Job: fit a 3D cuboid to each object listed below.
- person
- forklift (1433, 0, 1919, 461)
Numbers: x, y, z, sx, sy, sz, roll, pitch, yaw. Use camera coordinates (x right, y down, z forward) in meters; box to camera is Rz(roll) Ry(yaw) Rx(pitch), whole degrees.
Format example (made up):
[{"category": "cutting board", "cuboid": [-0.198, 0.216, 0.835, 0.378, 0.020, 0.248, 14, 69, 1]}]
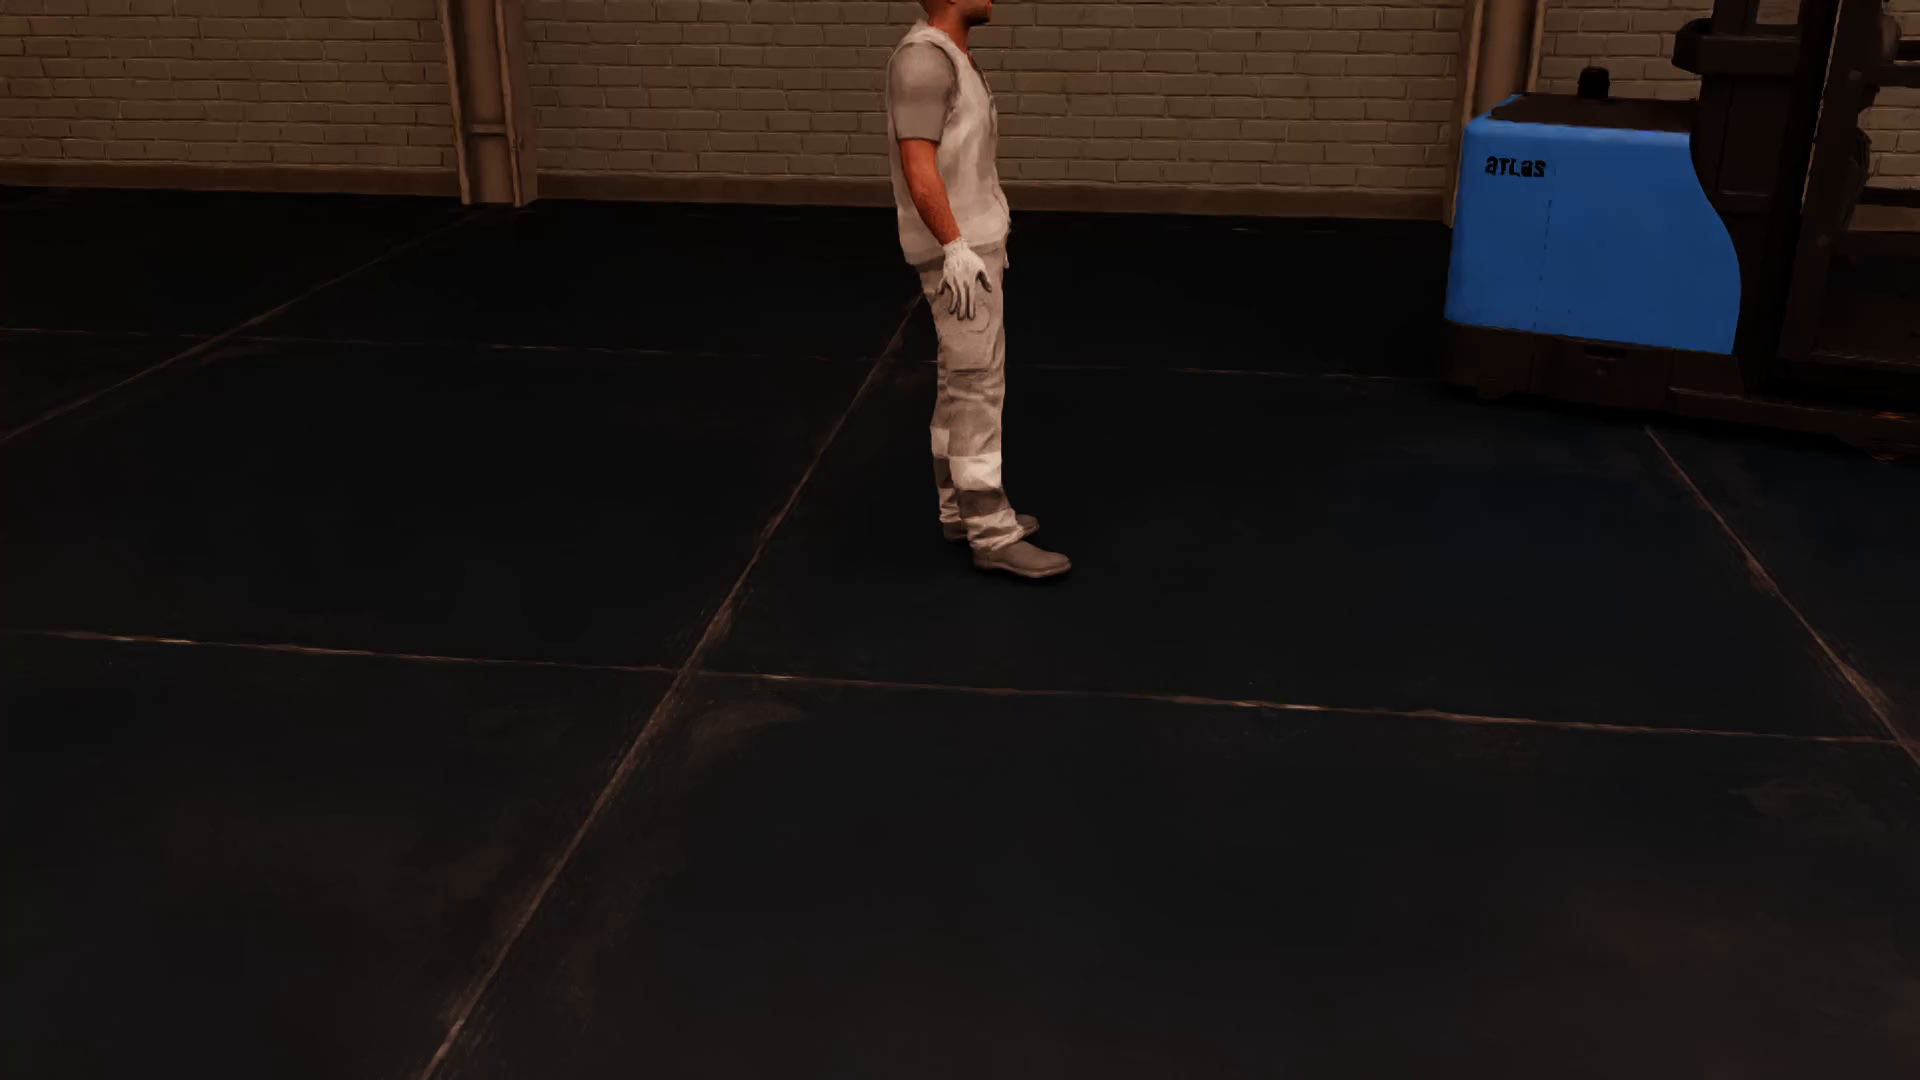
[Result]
[{"category": "person", "cuboid": [0.078, -0.828, 4.821, 0.563, 1.787, 0.637, 3, 22, 7]}, {"category": "forklift", "cuboid": [3.425, -1.833, 5.804, 3.031, 2.935, 1.130, 11, 24, 25]}]
